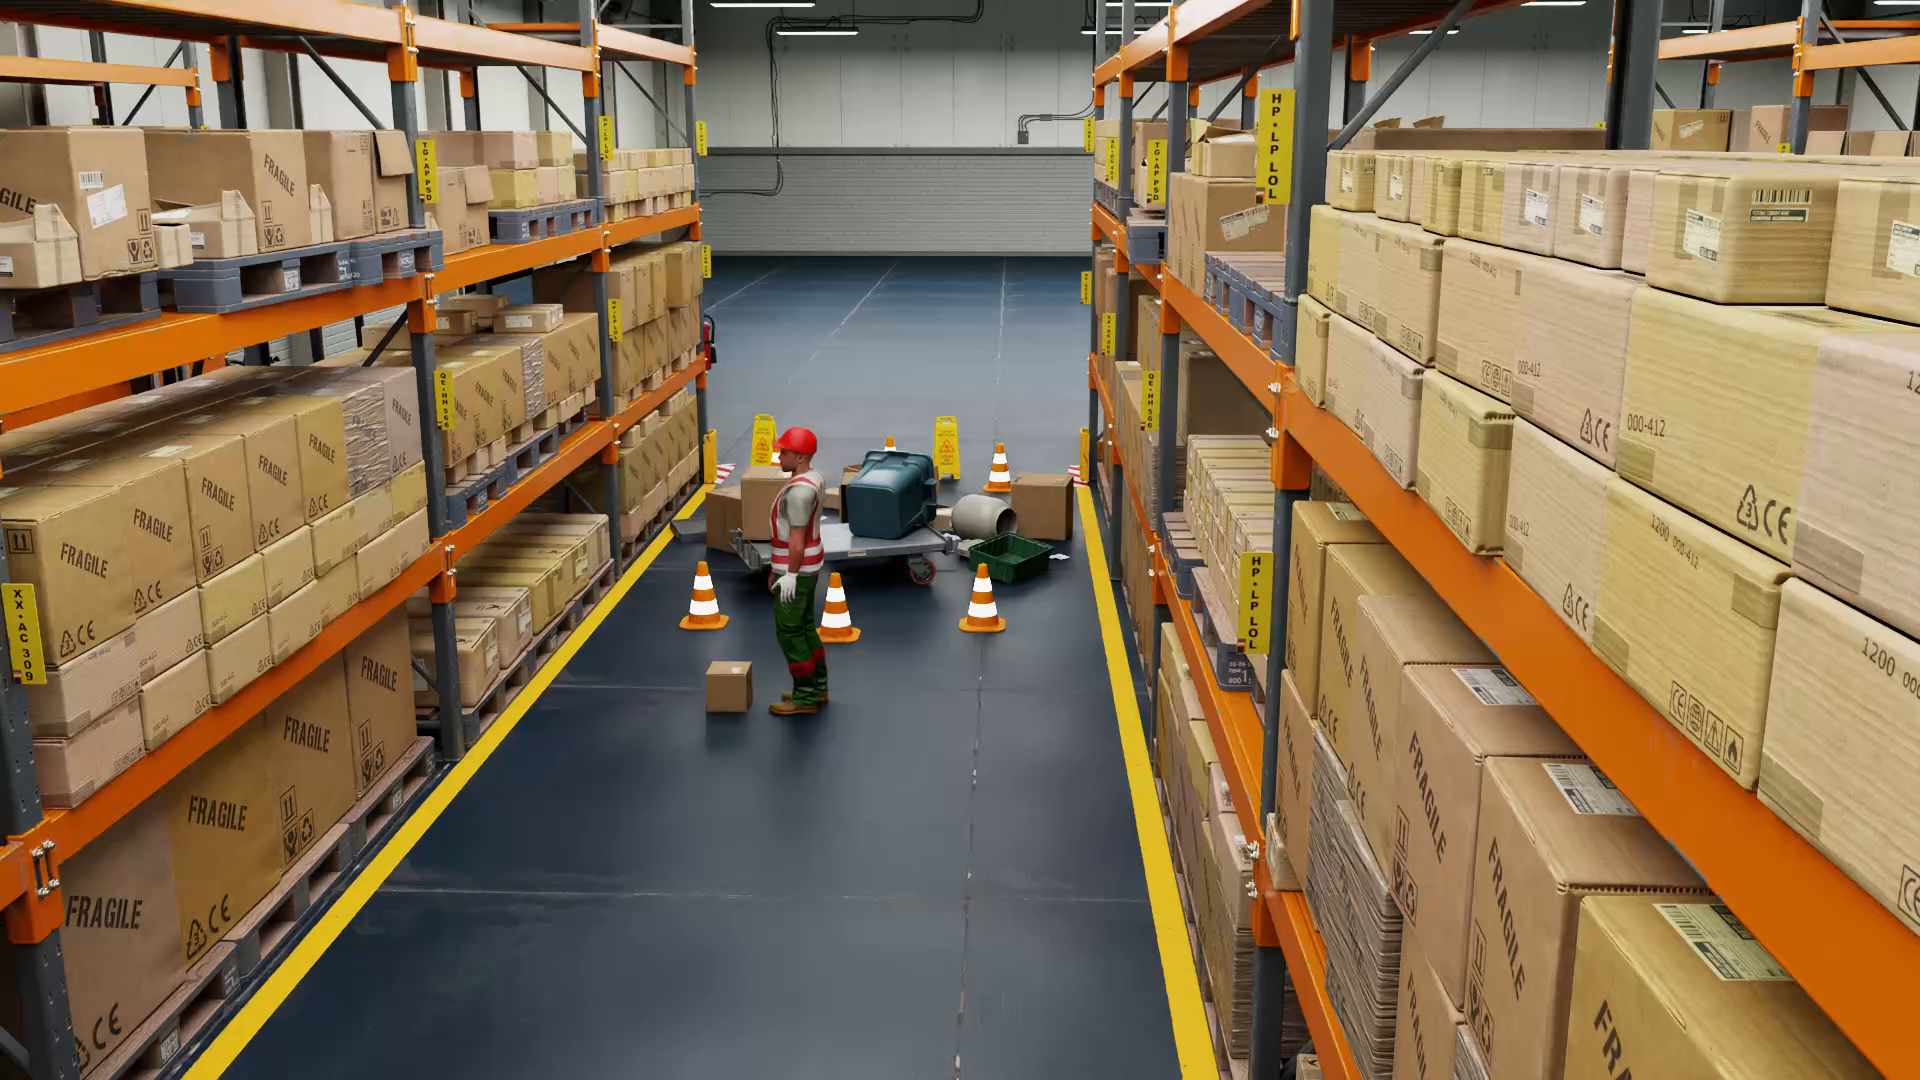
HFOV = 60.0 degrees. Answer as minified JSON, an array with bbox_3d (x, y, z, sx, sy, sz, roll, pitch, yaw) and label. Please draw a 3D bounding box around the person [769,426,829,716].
[{"bbox_3d":[-1.002,0.187,10.204,0.354,1.789,0.524,1,14,3],"label":"person"}]
